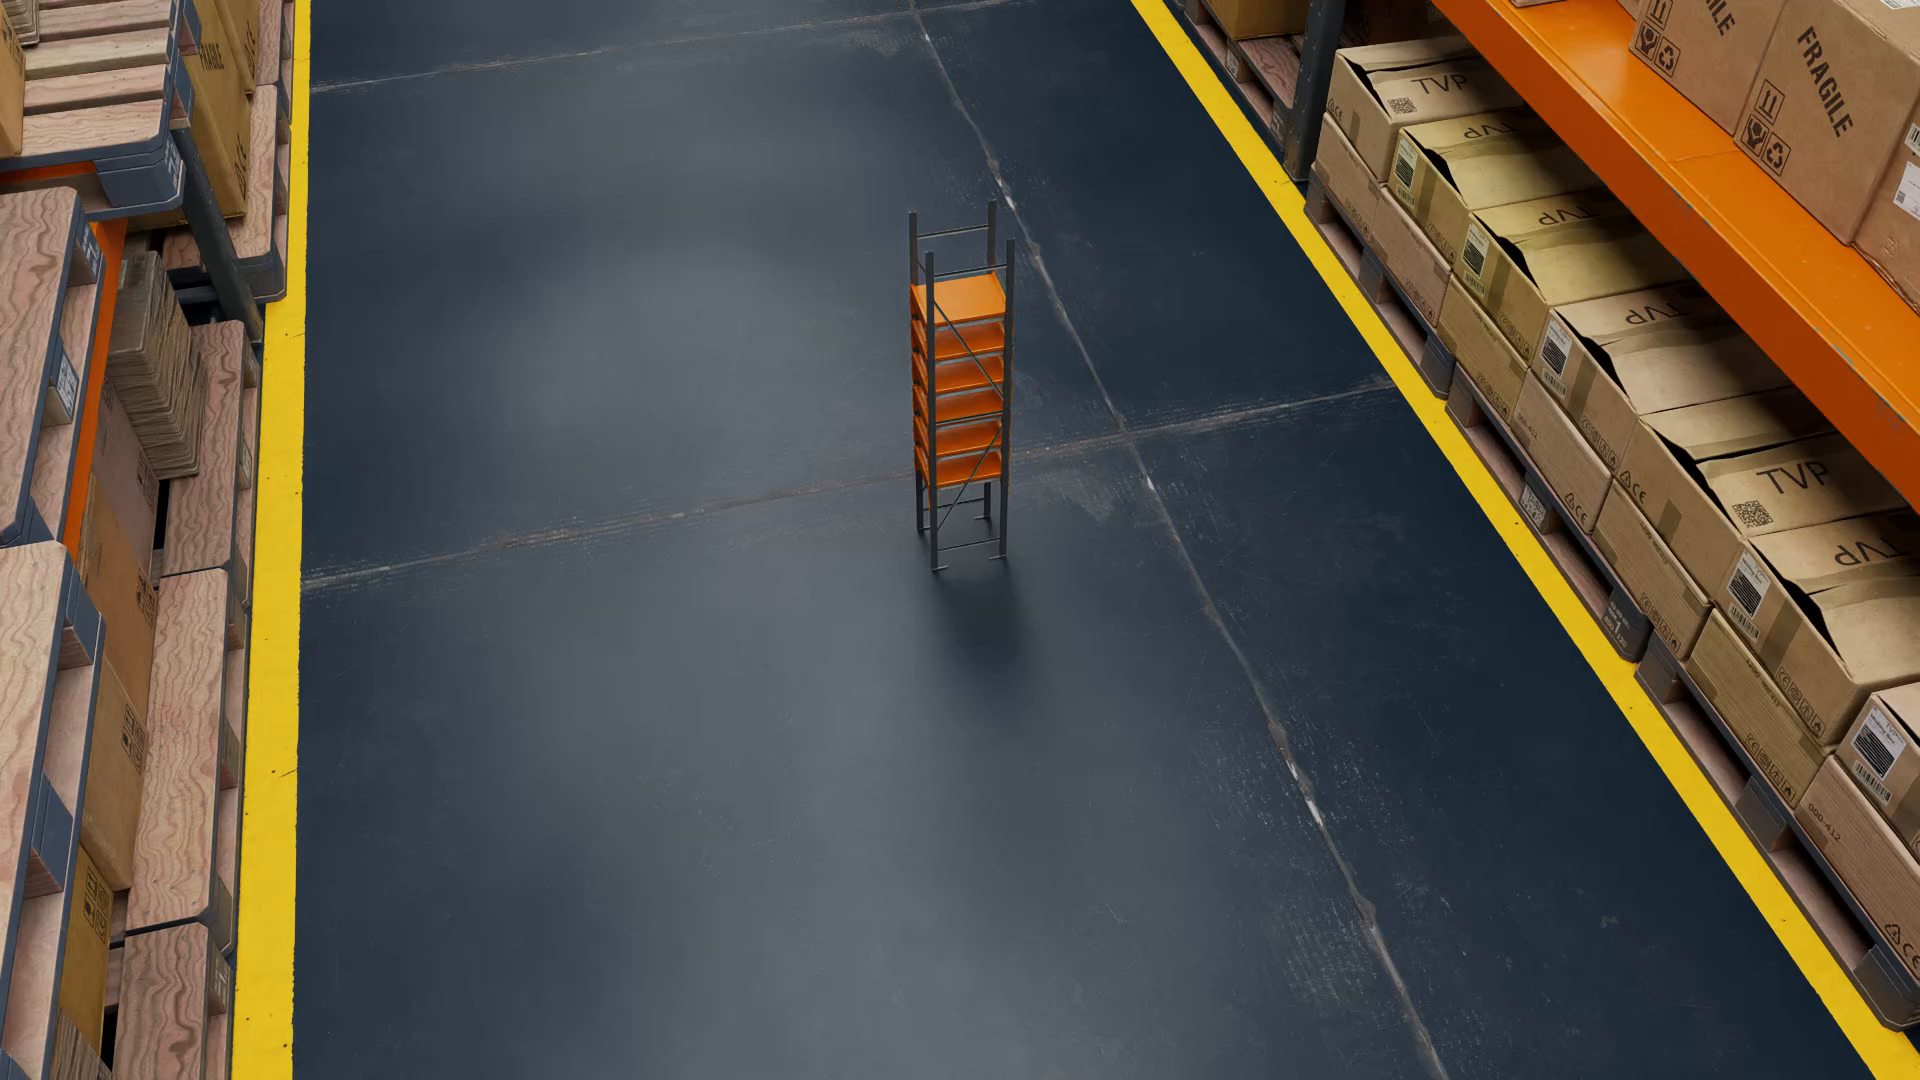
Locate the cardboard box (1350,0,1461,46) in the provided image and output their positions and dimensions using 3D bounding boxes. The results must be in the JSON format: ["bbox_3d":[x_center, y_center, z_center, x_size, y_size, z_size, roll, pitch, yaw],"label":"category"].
[{"bbox_3d":[1.962,-2.250,6.797,0.500,0.500,0.500,-9,46,-9],"label":"cardboard box"}]

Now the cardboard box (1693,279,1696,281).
[{"bbox_3d":[2.440,-0.962,5.331,0.500,0.311,0.500,-11,47,-11],"label":"cardboard box"}]

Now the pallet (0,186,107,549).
[{"bbox_3d":[-2.439,-0.270,3.549,1.003,0.211,1.213,-11,47,-10],"label":"pallet"}]

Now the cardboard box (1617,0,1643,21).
[{"bbox_3d":[2.183,-1.647,4.939,0.380,0.149,0.250,-8,46,-7],"label":"cardboard box"}]

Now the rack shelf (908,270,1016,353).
[{"bbox_3d":[0.004,-0.631,4.586,0.258,0.103,0.180,-11,47,-10],"label":"rack shelf"}]

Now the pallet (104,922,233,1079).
[{"bbox_3d":[-2.162,1.504,3.628,1.003,0.211,1.213,-11,47,-10],"label":"pallet"}]

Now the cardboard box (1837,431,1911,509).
[{"bbox_3d":[2.704,-0.258,4.642,0.500,0.311,0.500,-12,47,-12],"label":"cardboard box"}]

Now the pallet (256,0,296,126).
[{"bbox_3d":[-3.423,-2.119,7.179,1.003,0.211,1.213,-11,47,-10],"label":"pallet"}]

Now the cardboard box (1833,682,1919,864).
[{"bbox_3d":[2.445,0.549,3.850,0.500,0.311,0.500,-11,47,-10],"label":"cardboard box"}]

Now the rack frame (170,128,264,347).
[{"bbox_3d":[-2.986,-1.696,4.812,1.000,3.000,0.127,-11,47,-10],"label":"rack frame"}]

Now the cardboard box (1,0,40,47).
[{"bbox_3d":[-2.856,-1.563,4.303,0.700,0.500,0.500,-16,48,-15],"label":"cardboard box"}]

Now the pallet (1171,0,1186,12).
[{"bbox_3d":[1.339,-2.992,8.034,1.003,0.211,1.213,-11,47,-10],"label":"pallet"}]

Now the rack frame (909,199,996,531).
[{"bbox_3d":[-0.020,-0.473,4.874,0.240,1.200,0.006,-11,47,-10],"label":"rack frame"}]

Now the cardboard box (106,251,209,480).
[{"bbox_3d":[-2.751,-0.488,5.070,0.700,0.500,0.500,-10,46,-10],"label":"cardboard box"}]

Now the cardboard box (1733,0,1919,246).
[{"bbox_3d":[2.382,-1.121,4.178,0.500,0.500,0.500,-11,47,-10],"label":"cardboard box"}]

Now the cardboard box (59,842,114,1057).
[{"bbox_3d":[-2.347,0.934,3.677,0.700,0.500,0.500,-12,47,-11],"label":"cardboard box"}]

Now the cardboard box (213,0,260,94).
[{"bbox_3d":[-3.265,-2.229,6.545,0.750,0.750,0.750,-11,47,-11],"label":"cardboard box"}]

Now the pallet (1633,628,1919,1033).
[{"bbox_3d":[2.600,0.631,4.483,1.003,0.211,1.213,-11,47,-10],"label":"pallet"}]

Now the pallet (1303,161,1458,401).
[{"bbox_3d":[1.975,-1.053,6.134,1.003,0.211,1.213,-11,47,-10],"label":"pallet"}]

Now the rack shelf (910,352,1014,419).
[{"bbox_3d":[0.004,-0.463,4.758,0.258,0.103,0.180,-11,47,-10],"label":"rack shelf"}]

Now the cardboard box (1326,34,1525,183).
[{"bbox_3d":[1.652,-1.570,5.927,0.500,0.311,0.500,-9,46,-9],"label":"cardboard box"}]

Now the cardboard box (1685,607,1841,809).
[{"bbox_3d":[2.312,0.390,4.399,0.500,0.250,0.500,-11,47,-11],"label":"cardboard box"}]

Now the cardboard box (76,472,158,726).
[{"bbox_3d":[-2.577,0.227,4.370,0.700,0.500,0.500,-11,47,-11],"label":"cardboard box"}]

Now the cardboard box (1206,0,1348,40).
[{"bbox_3d":[1.336,-2.487,7.029,0.500,0.500,0.500,-9,46,-9],"label":"cardboard box"}]

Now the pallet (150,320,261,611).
[{"bbox_3d":[-2.787,-0.181,5.279,1.003,0.211,1.213,-11,47,-10],"label":"pallet"}]

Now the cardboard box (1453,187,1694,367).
[{"bbox_3d":[1.923,-0.857,5.228,0.500,0.311,0.500,-12,47,-11],"label":"cardboard box"}]

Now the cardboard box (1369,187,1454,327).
[{"bbox_3d":[1.782,-1.027,5.787,0.500,0.250,0.500,-12,47,-11],"label":"cardboard box"}]

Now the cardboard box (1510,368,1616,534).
[{"bbox_3d":[2.052,-0.315,5.090,0.500,0.250,0.500,-10,46,-10],"label":"cardboard box"}]

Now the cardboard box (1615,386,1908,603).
[{"bbox_3d":[2.181,-0.154,4.539,0.500,0.311,0.500,-11,47,-10],"label":"cardboard box"}]

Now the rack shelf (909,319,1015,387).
[{"bbox_3d":[0.004,-0.547,4.672,0.258,0.103,0.180,-11,47,-10],"label":"rack shelf"}]

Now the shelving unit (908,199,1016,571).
[{"bbox_3d":[0.004,-0.410,4.812,0.258,1.200,0.189,-11,47,-10],"label":"shelving unit"}]
